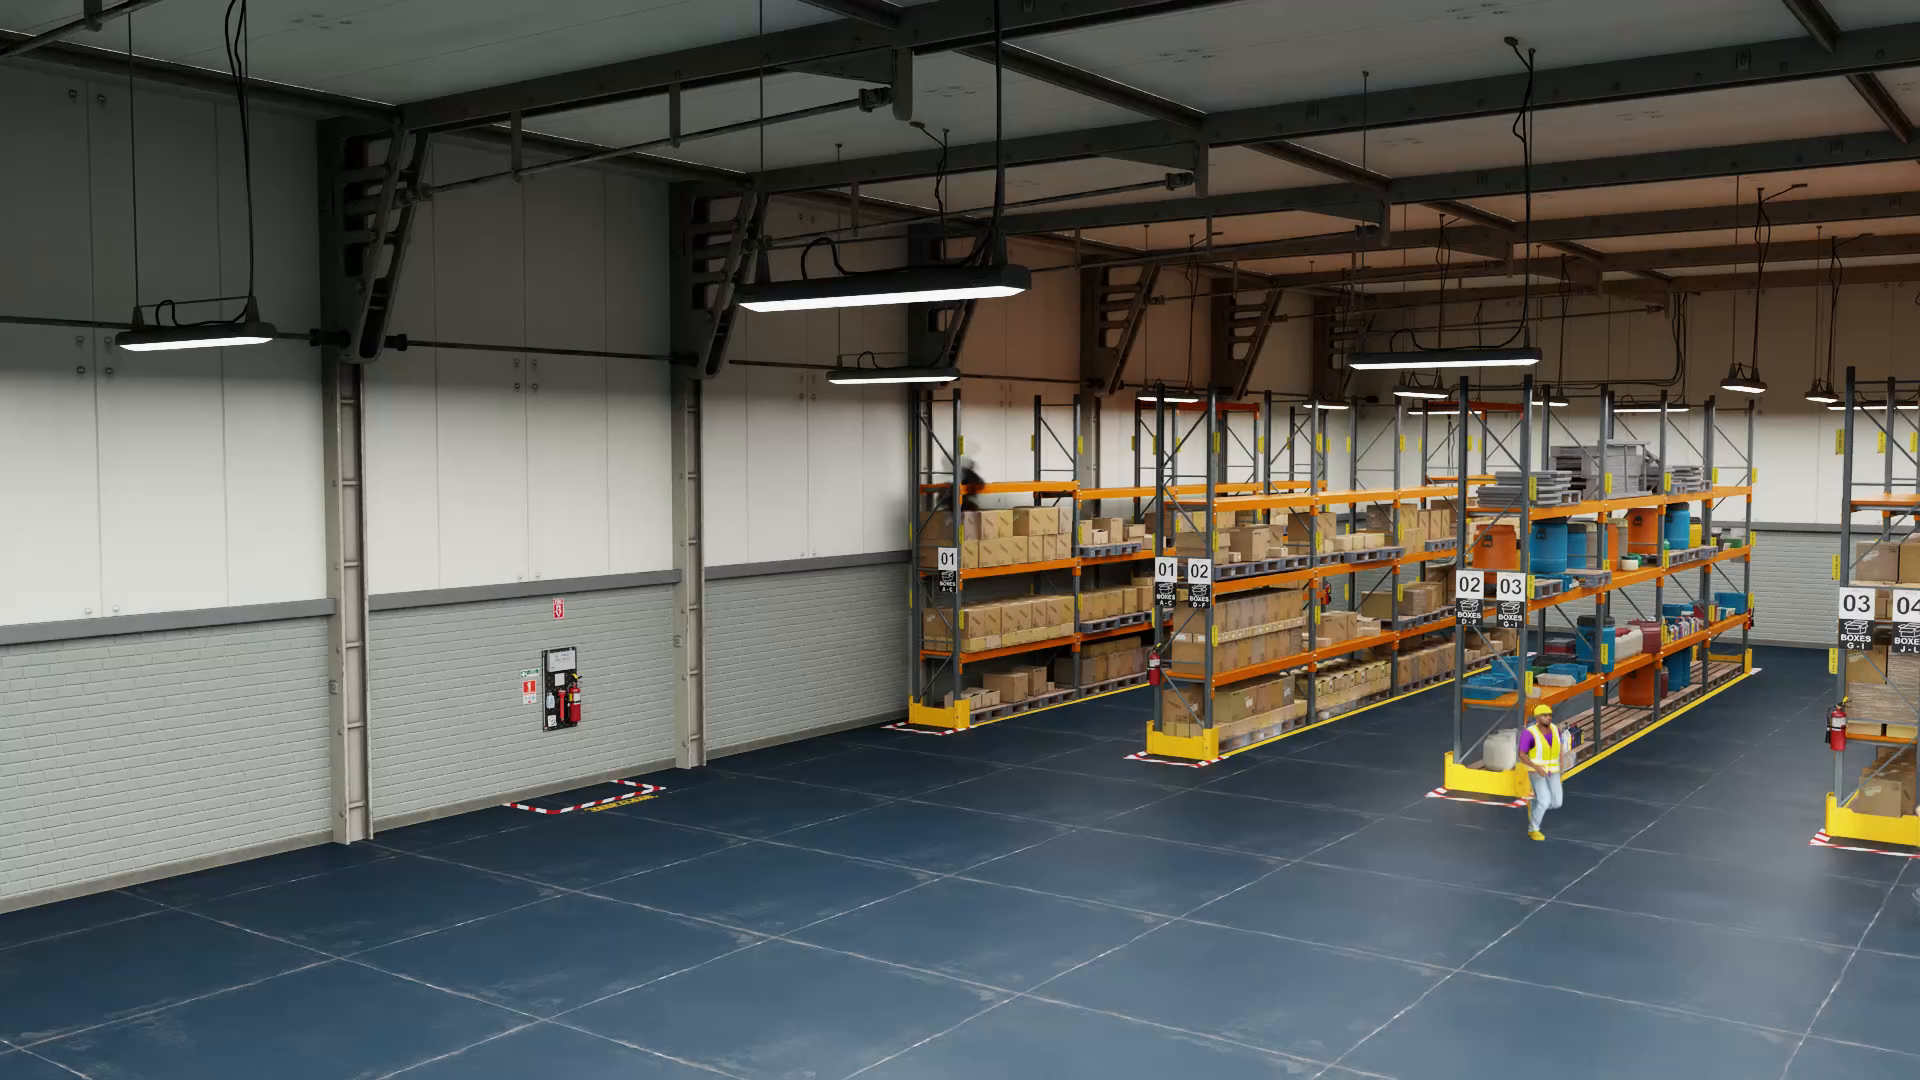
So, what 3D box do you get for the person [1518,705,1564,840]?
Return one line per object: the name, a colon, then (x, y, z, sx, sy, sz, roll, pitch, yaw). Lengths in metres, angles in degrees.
person: (7.411, 2.941, 21.156, 0.721, 1.725, 0.654, -1, 3, -17)
